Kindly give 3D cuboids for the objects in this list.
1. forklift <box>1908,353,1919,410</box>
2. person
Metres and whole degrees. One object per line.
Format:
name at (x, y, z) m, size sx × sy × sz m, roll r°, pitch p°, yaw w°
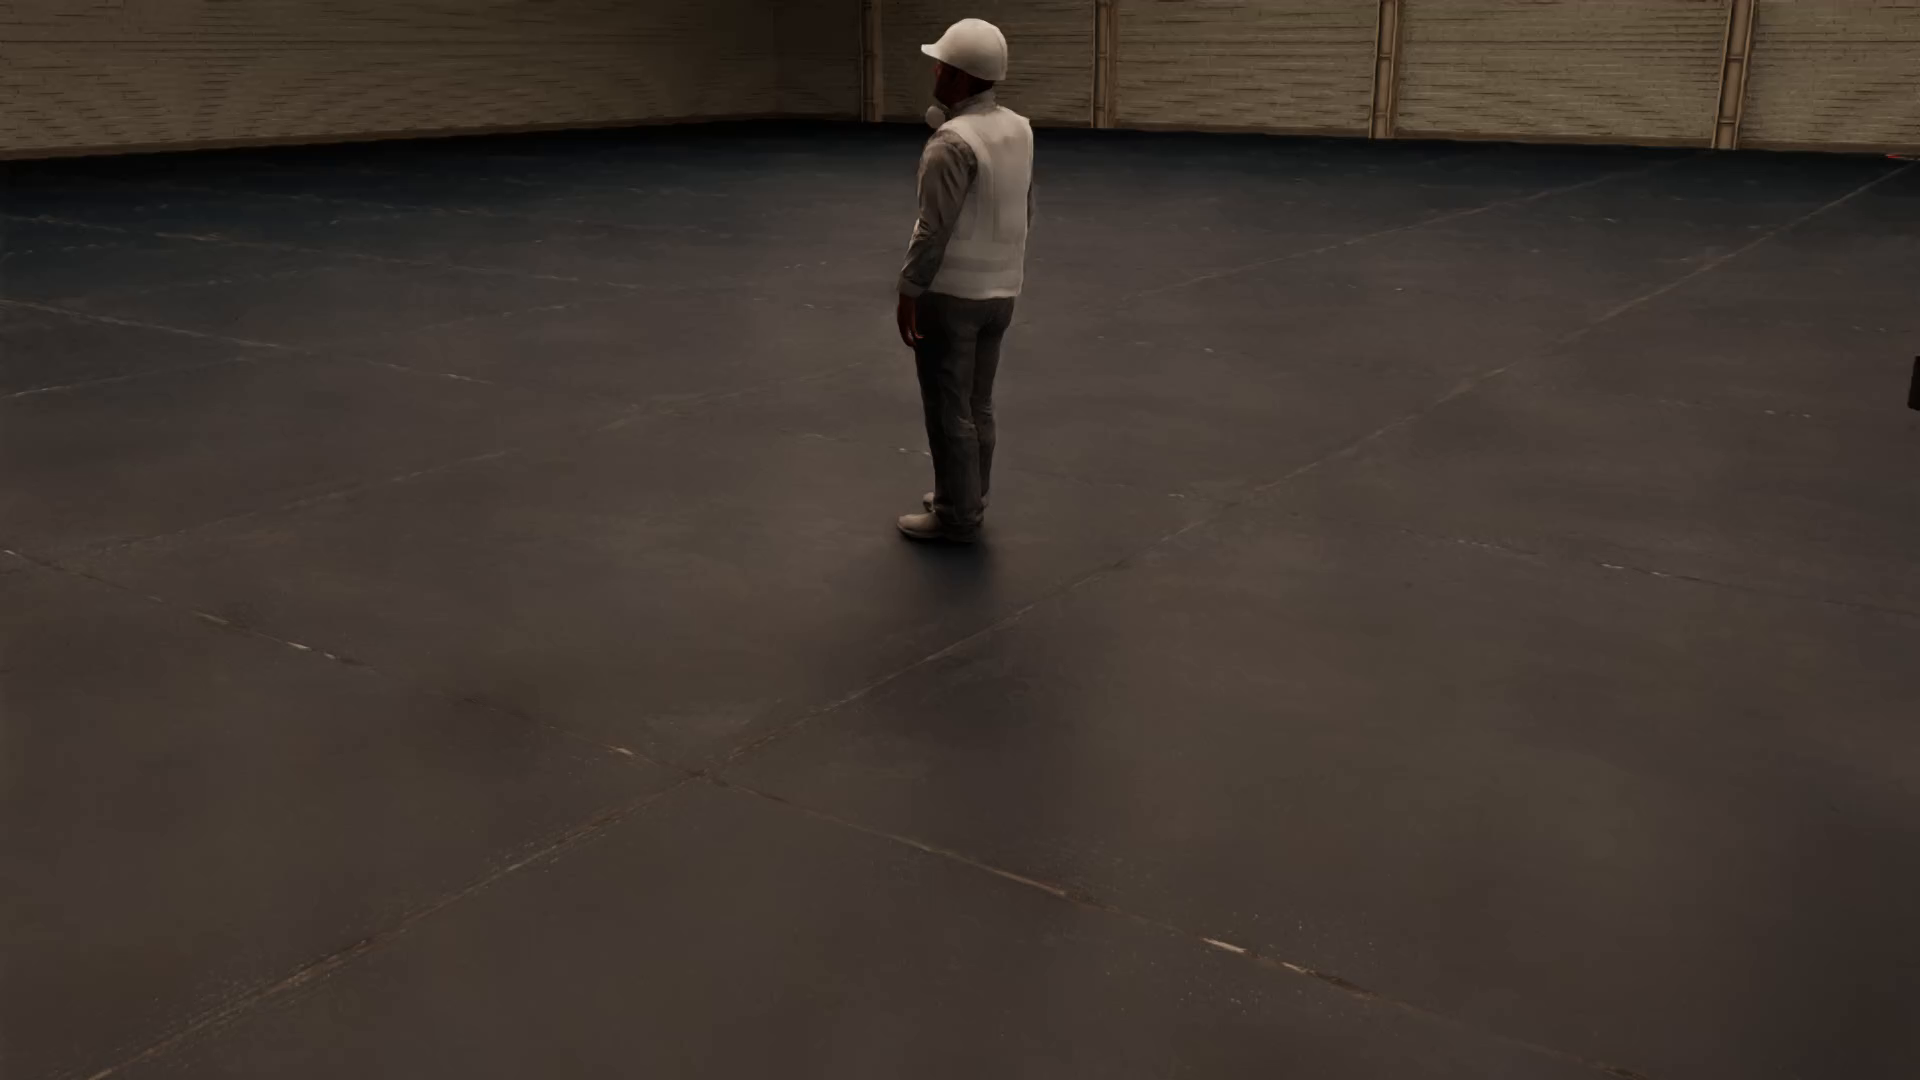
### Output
forklift at (6.012, -1.960, 7.386) m, size 3.031 × 2.935 × 1.130 m, roll -5°, pitch 17°, yaw -17°
person at (-0.047, -0.869, 5.732) m, size 0.567 × 1.773 × 0.632 m, roll 11°, pitch 20°, yaw 33°
